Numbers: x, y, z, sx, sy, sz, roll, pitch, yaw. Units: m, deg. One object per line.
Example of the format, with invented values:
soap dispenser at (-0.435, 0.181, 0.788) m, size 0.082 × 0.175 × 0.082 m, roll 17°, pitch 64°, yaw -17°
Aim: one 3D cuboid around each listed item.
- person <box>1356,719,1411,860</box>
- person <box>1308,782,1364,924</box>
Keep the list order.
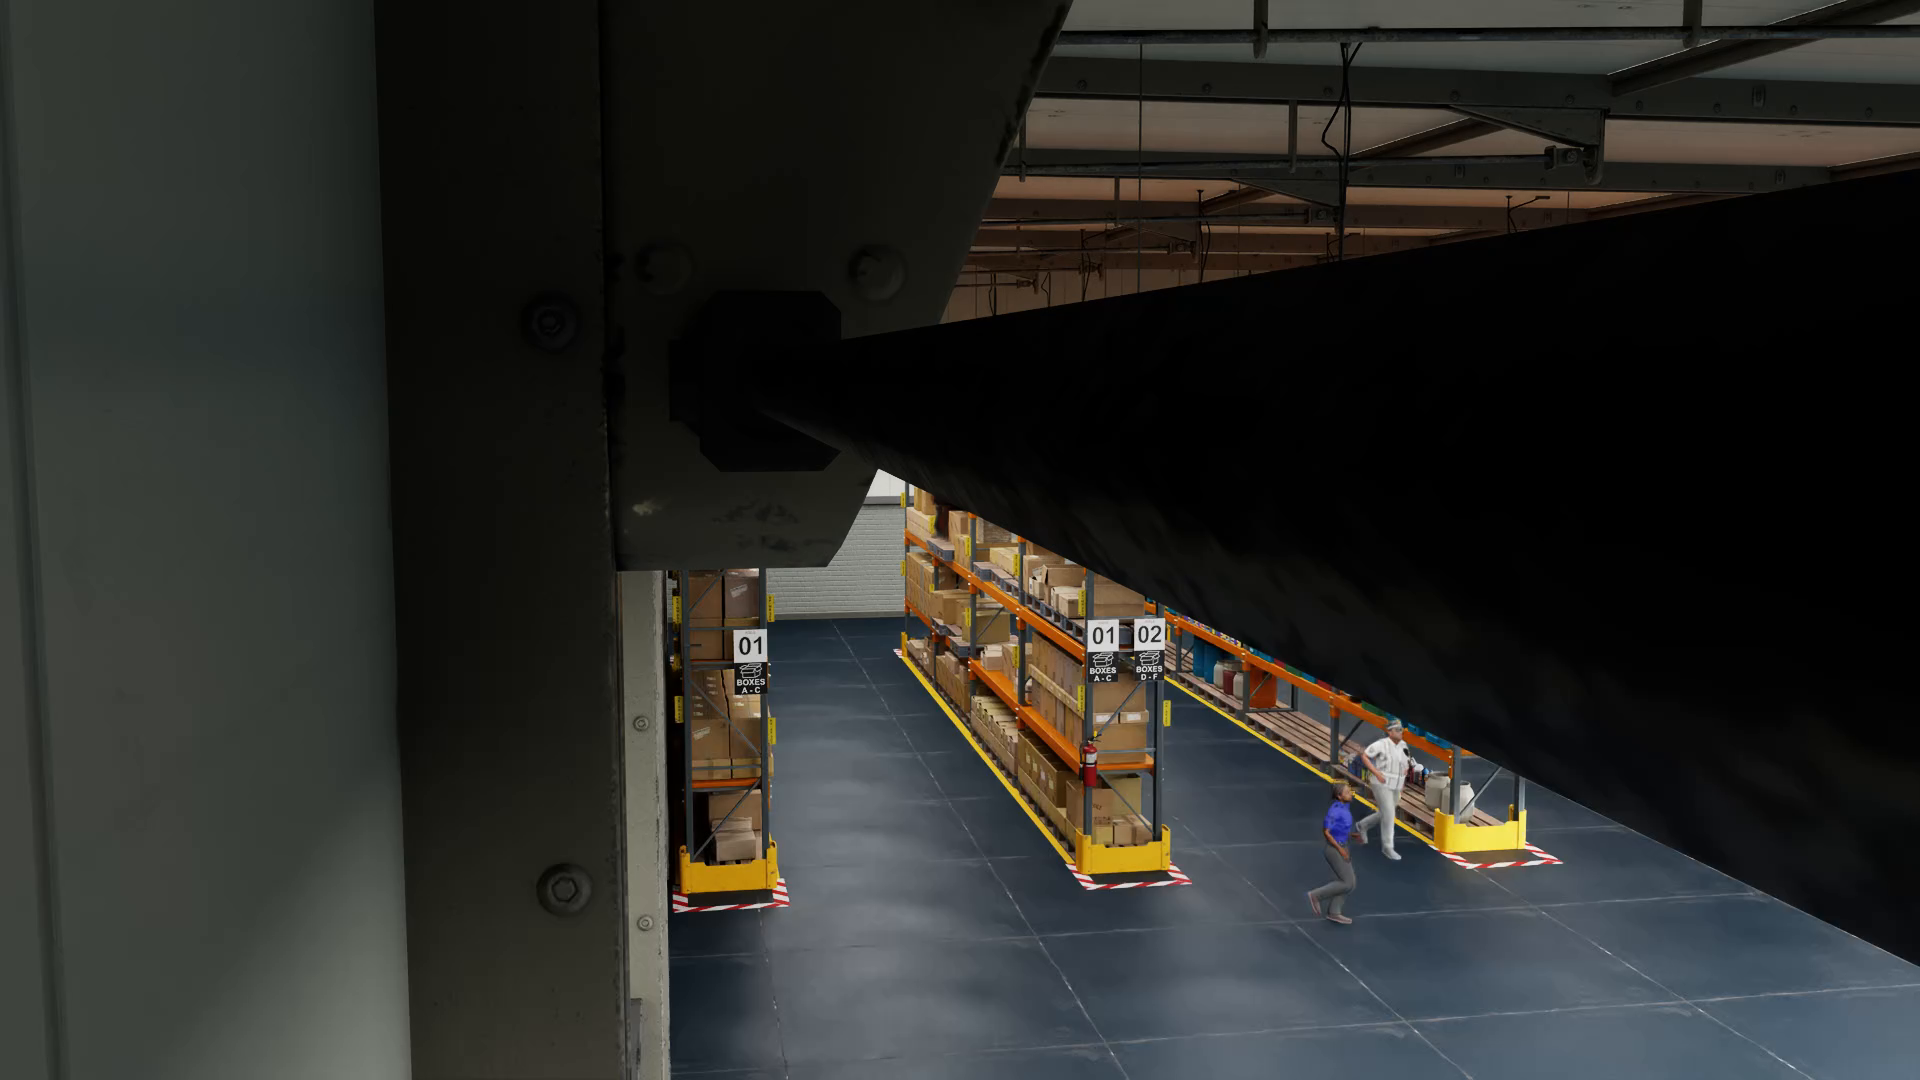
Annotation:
person at (5.621, 3.220, 21.816) m, size 0.694 × 1.782 × 0.865 m, roll -3°, pitch 7°, yaw -29°
person at (4.310, 3.568, 19.021) m, size 0.597 × 1.629 × 0.572 m, roll 2°, pitch 6°, yaw 18°
